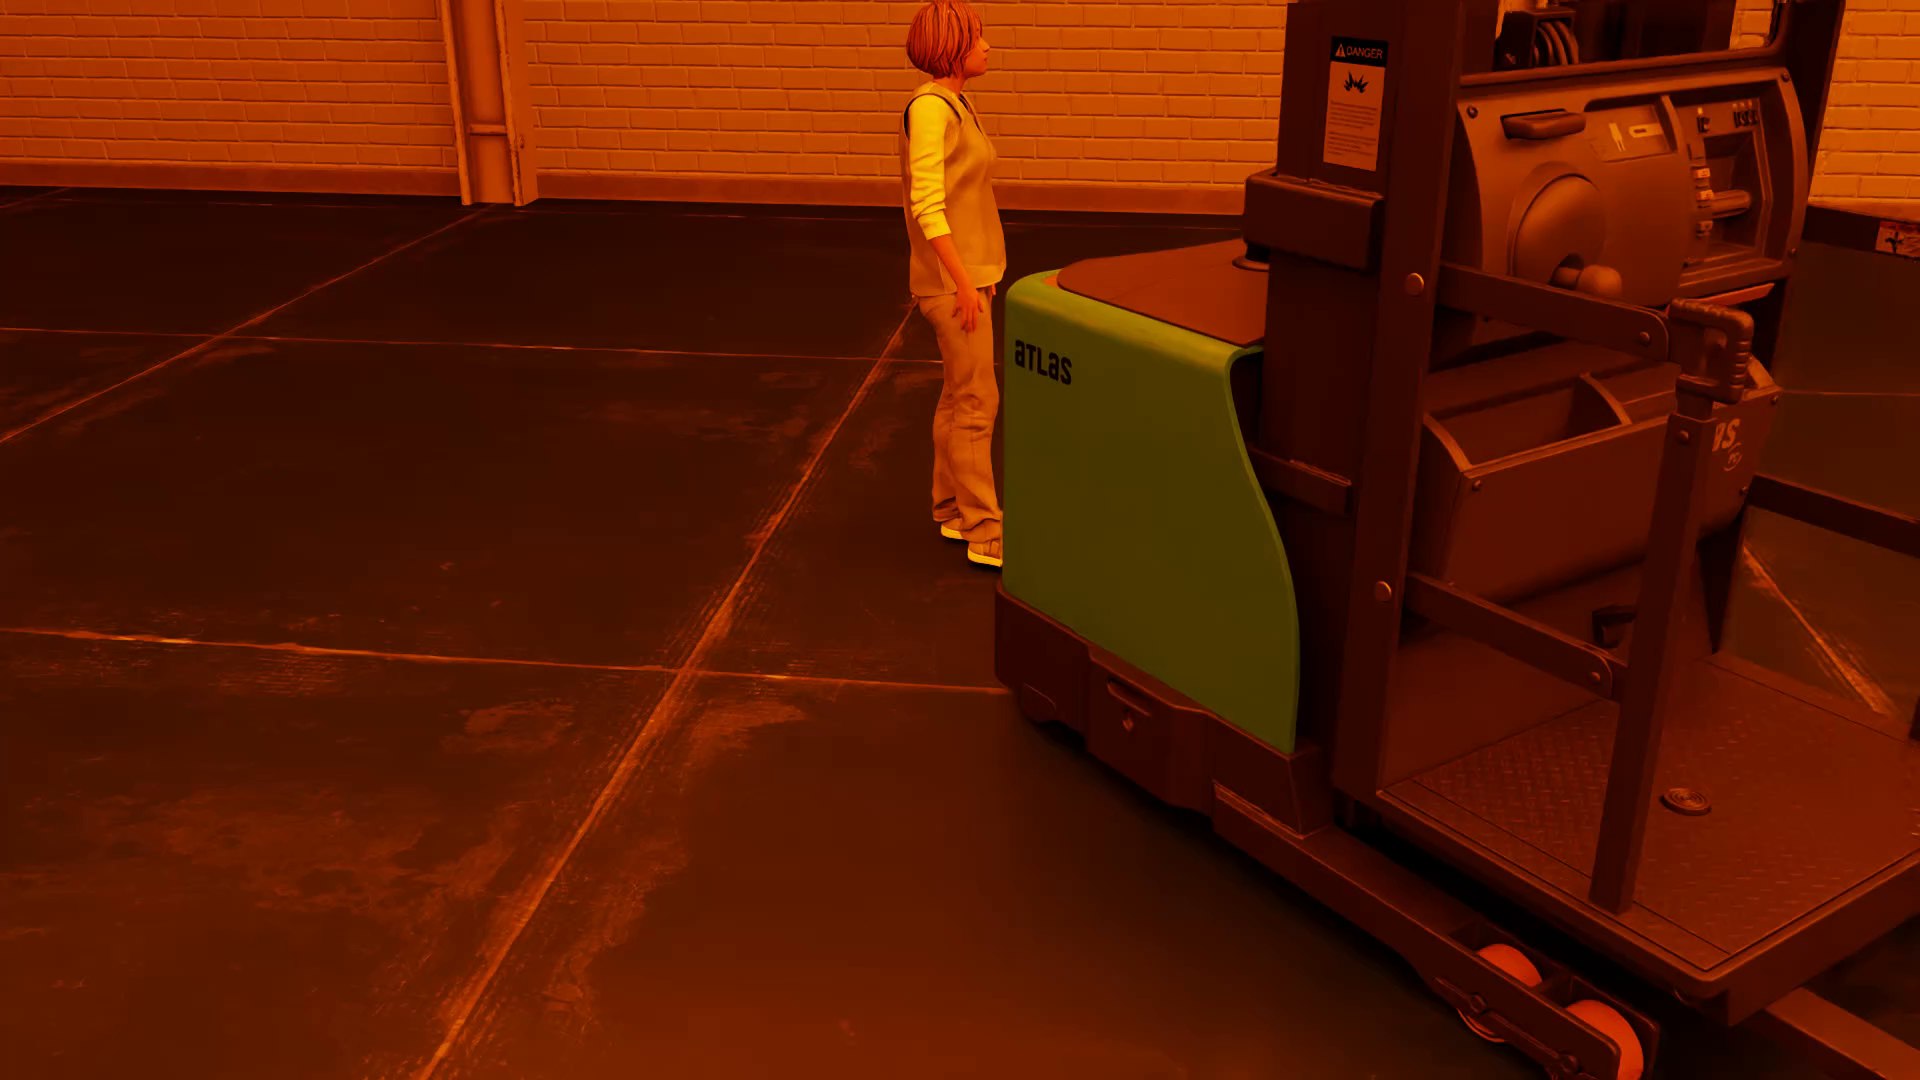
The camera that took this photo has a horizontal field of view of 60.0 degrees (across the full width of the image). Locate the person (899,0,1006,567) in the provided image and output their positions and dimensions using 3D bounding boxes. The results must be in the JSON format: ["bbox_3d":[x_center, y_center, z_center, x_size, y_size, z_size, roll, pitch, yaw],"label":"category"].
[{"bbox_3d":[0.071,-0.739,4.854,0.475,1.597,0.520,3,22,7],"label":"person"}]

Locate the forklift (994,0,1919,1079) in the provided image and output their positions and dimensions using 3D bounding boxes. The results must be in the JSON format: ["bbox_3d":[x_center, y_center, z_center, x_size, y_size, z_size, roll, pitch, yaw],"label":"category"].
[{"bbox_3d":[1.325,-0.611,2.772,1.130,2.935,3.031,-14,26,-31],"label":"forklift"}]
